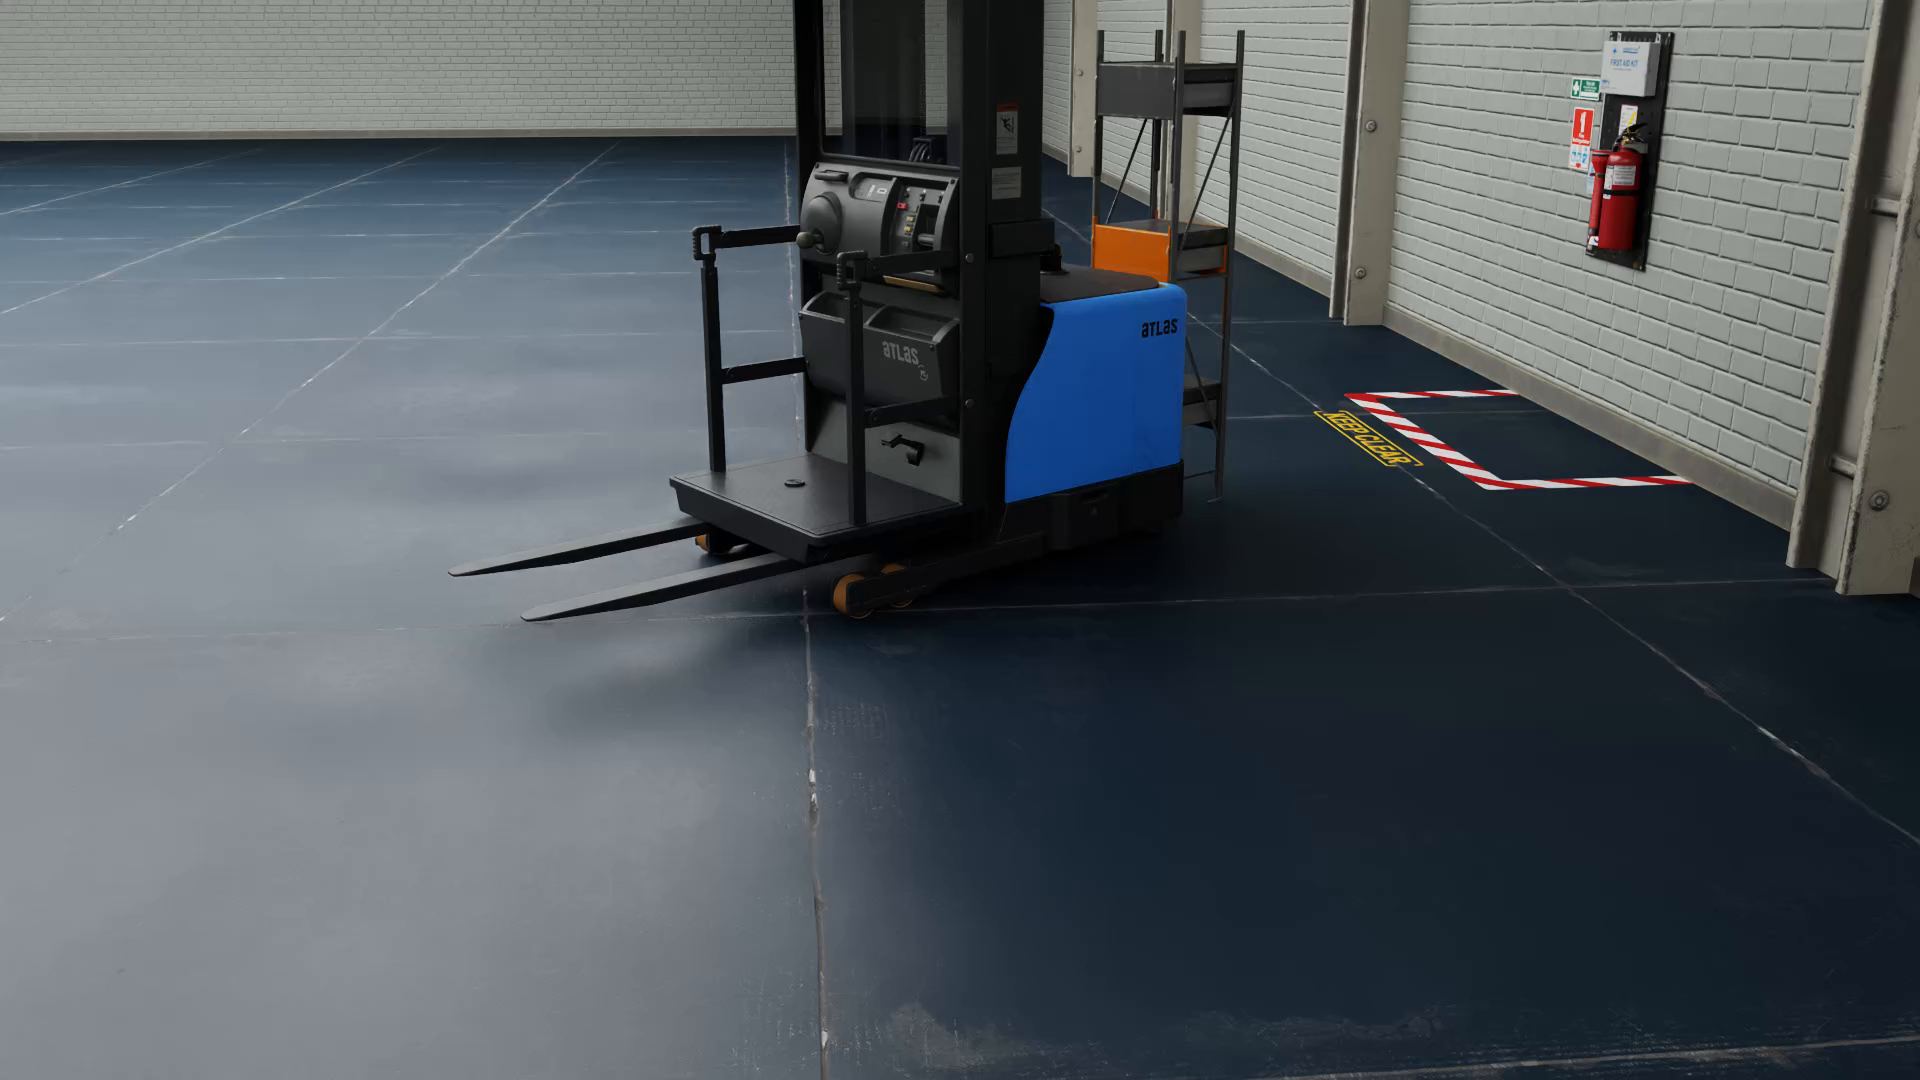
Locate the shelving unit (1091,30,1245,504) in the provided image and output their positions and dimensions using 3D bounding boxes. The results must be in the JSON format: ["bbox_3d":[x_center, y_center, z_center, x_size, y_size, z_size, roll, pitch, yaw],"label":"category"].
[{"bbox_3d":[0.910,-1.206,7.514,0.431,2.100,0.503,-14,22,-37],"label":"shelving unit"}]

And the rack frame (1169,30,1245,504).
[{"bbox_3d":[1.064,-1.150,7.334,0.400,2.100,0.015,-14,22,-37],"label":"rack frame"}]

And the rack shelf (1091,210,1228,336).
[{"bbox_3d":[0.910,-1.193,7.518,0.431,0.518,0.480,-14,22,-37],"label":"rack shelf"}]

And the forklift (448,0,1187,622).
[{"bbox_3d":[-0.487,-1.280,6.361,3.031,2.935,1.130,-14,22,-37],"label":"forklift"}]

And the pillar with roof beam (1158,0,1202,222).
[{"bbox_3d":[-1.940,-7.584,16.310,9.100,9.000,0.400,-2,18,-6],"label":"pillar with roof beam"}]

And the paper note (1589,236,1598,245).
[{"bbox_3d":[3.413,-1.651,8.900,0.016,0.148,0.142,-2,18,-6],"label":"paper note"}]

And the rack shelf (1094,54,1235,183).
[{"bbox_3d":[0.910,-1.861,7.309,0.431,0.518,0.480,-14,22,-37],"label":"rack shelf"}]

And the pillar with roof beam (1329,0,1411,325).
[{"bbox_3d":[-1.321,-5.796,10.616,9.100,9.000,0.400,-2,18,-6],"label":"pillar with roof beam"}]

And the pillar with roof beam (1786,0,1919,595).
[{"bbox_3d":[-0.702,-4.009,4.922,9.100,9.000,0.400,-2,18,-6],"label":"pillar with roof beam"}]

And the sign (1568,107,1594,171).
[{"bbox_3d":[3.408,-2.202,9.123,0.001,0.329,0.234,-2,18,-6],"label":"sign"}]

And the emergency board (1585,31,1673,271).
[{"bbox_3d":[3.363,-2.017,8.594,0.194,1.169,0.643,-2,18,-6],"label":"emergency board"}]

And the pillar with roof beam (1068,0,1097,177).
[{"bbox_3d":[-2.559,-9.372,22.004,9.100,9.000,0.400,-2,18,-6],"label":"pillar with roof beam"}]

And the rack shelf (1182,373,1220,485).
[{"bbox_3d":[0.910,-0.526,7.728,0.431,0.518,0.480,-14,22,-37],"label":"rack shelf"}]

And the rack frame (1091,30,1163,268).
[{"bbox_3d":[0.756,-1.263,7.695,0.400,2.100,0.015,-14,22,-37],"label":"rack frame"}]

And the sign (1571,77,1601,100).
[{"bbox_3d":[3.400,-2.453,9.038,0.001,0.109,0.331,-2,18,-6],"label":"sign"}]
